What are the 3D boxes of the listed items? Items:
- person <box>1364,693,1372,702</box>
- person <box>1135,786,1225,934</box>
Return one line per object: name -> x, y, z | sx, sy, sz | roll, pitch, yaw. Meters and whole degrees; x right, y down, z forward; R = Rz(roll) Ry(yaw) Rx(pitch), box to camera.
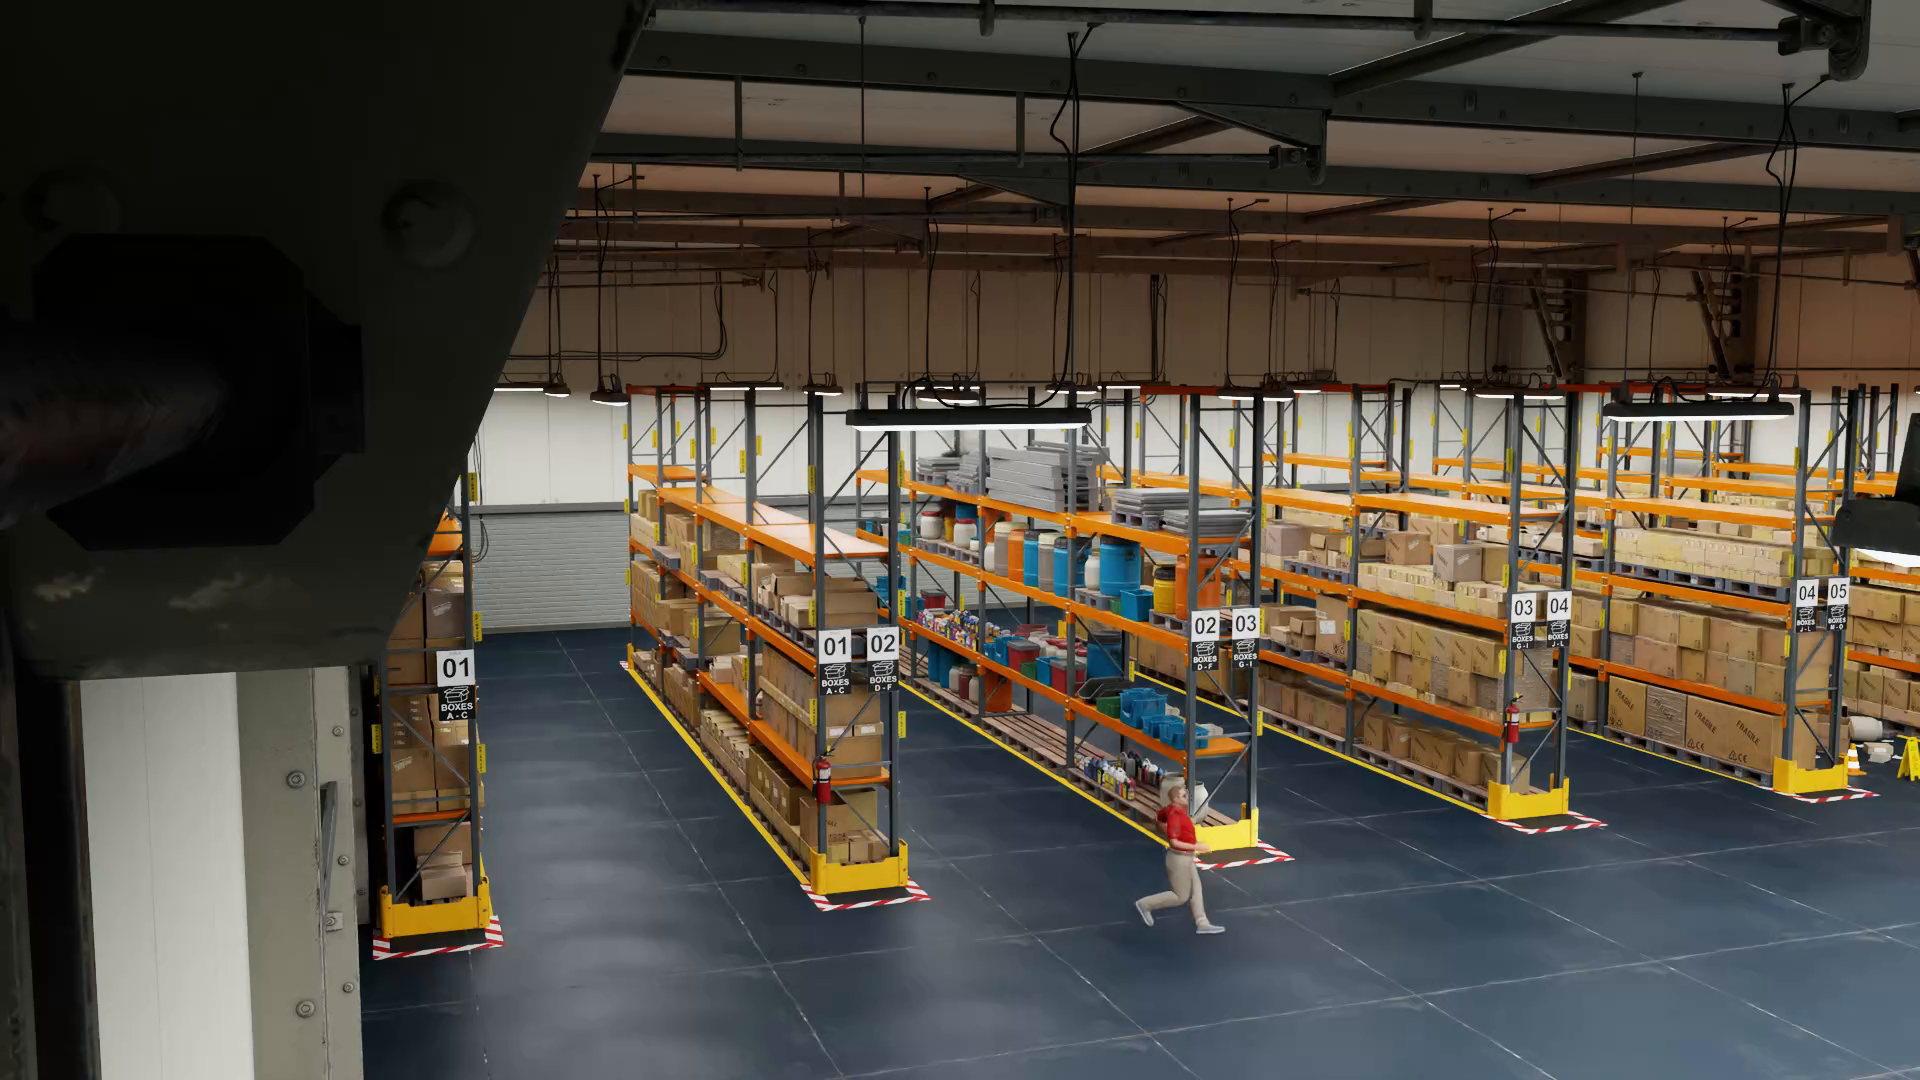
person -> 7.384, 2.387, 30.866 | 0.534, 1.262, 0.692 | -2, 6, -20
person -> 2.464, 3.570, 18.542 | 1.006, 1.688, 0.678 | 1, 6, 7
